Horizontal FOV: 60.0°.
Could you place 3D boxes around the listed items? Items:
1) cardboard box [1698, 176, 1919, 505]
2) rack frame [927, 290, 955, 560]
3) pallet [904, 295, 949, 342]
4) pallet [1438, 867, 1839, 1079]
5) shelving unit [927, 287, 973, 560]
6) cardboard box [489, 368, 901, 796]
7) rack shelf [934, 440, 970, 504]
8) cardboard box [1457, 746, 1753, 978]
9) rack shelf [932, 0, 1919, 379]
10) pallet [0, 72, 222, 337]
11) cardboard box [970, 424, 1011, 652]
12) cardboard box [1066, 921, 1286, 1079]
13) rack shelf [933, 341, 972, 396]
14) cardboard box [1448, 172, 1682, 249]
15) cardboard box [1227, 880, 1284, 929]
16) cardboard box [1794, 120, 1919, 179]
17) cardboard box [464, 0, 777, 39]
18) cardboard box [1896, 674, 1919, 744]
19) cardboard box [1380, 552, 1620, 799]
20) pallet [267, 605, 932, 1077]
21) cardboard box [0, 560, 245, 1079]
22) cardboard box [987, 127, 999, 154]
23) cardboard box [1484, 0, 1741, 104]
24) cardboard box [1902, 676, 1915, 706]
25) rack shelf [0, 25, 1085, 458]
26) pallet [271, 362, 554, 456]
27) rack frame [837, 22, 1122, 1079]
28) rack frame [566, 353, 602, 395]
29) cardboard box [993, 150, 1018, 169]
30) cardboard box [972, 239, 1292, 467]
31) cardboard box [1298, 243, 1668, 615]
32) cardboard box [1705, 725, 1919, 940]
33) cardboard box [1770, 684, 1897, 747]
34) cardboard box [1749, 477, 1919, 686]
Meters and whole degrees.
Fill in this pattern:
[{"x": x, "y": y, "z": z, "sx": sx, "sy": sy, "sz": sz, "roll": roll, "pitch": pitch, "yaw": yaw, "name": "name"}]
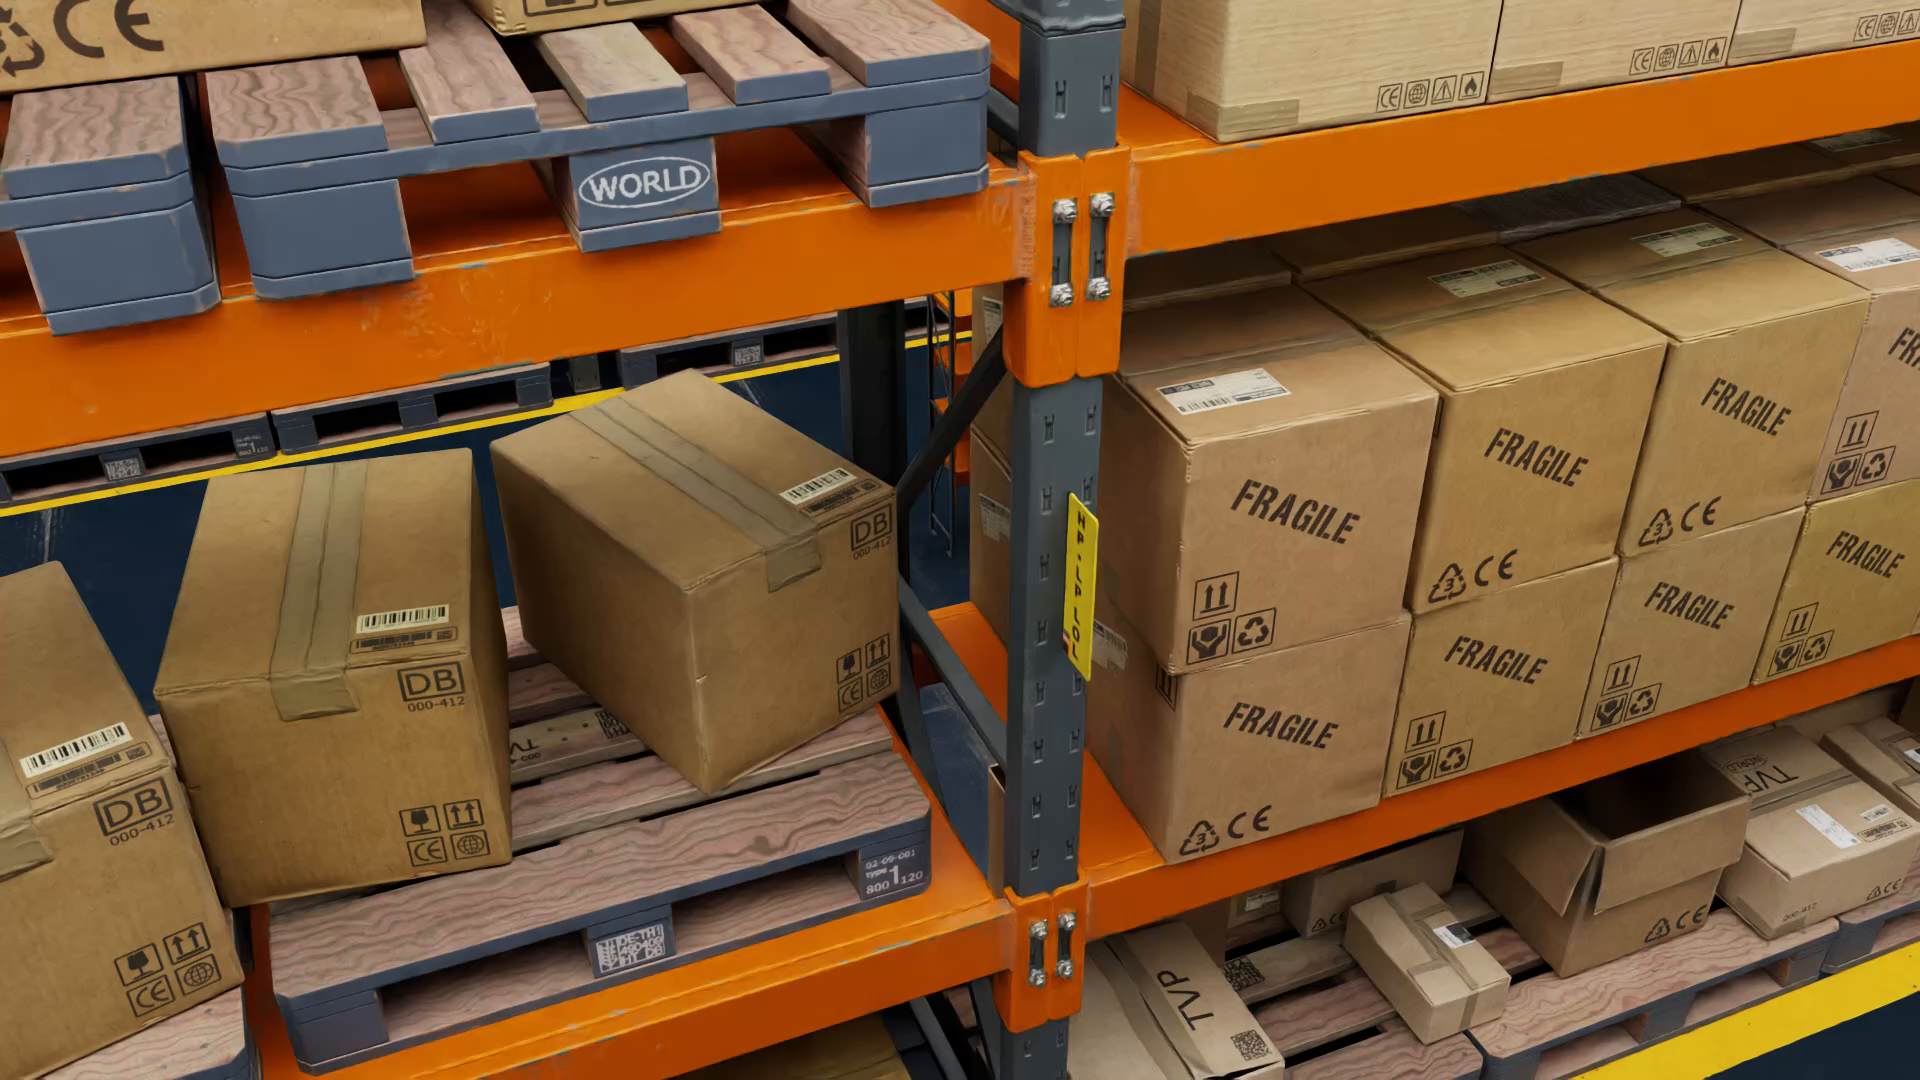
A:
[{"x": 1.953, "y": -0.457, "z": 3.693, "sx": 0.500, "sy": 0.500, "sz": 0.500, "roll": -12, "pitch": 35, "yaw": -17, "name": "cardboard box"}, {"x": -0.072, "y": -0.486, "z": 6.397, "sx": 0.015, "sy": 1.200, "sz": 0.240, "roll": -13, "pitch": 35, "yaw": -19, "name": "rack frame"}, {"x": -0.079, "y": -1.413, "z": 8.728, "sx": 1.213, "sy": 0.211, "sz": 1.003, "roll": -13, "pitch": 35, "yaw": -19, "name": "pallet"}, {"x": 1.745, "y": 1.054, "z": 4.937, "sx": 1.213, "sy": 0.211, "sz": 1.003, "roll": -13, "pitch": 35, "yaw": -19, "name": "pallet"}, {"x": 0.153, "y": -0.538, "z": 6.476, "sx": 0.503, "sy": 1.200, "sz": 0.258, "roll": -13, "pitch": 35, "yaw": -19, "name": "shelving unit"}, {"x": -0.539, "y": 0.059, "z": 3.433, "sx": 0.500, "sy": 0.500, "sz": 0.700, "roll": -26, "pitch": 41, "yaw": -34, "name": "cardboard box"}, {"x": 0.153, "y": -0.315, "z": 6.621, "sx": 0.480, "sy": 0.148, "sz": 0.258, "roll": -13, "pitch": 35, "yaw": -19, "name": "rack shelf"}, {"x": 1.715, "y": 0.752, "z": 4.730, "sx": 0.637, "sy": 0.503, "sz": 0.797, "roll": -13, "pitch": 35, "yaw": -19, "name": "cardboard box"}, {"x": 1.829, "y": -1.089, "z": 3.582, "sx": 4.000, "sy": 0.370, "sz": 1.077, "roll": -13, "pitch": 35, "yaw": -19, "name": "rack shelf"}, {"x": -1.599, "y": -0.566, "z": 2.292, "sx": 1.003, "sy": 0.211, "sz": 1.213, "roll": -13, "pitch": 35, "yaw": -19, "name": "pallet"}, {"x": 0.346, "y": 0.013, "z": 3.888, "sx": 0.500, "sy": 0.500, "sz": 0.500, "roll": -12, "pitch": 35, "yaw": -18, "name": "cardboard box"}, {"x": 0.455, "y": 1.252, "z": 4.138, "sx": 0.500, "sy": 0.311, "sz": 0.500, "roll": -13, "pitch": 35, "yaw": -19, "name": "cardboard box"}, {"x": 0.153, "y": -0.669, "z": 6.391, "sx": 0.480, "sy": 0.148, "sz": 0.258, "roll": -13, "pitch": 35, "yaw": -19, "name": "rack shelf"}, {"x": 1.287, "y": -0.625, "z": 3.951, "sx": 0.500, "sy": 0.500, "sz": 0.500, "roll": -13, "pitch": 35, "yaw": -19, "name": "cardboard box"}, {"x": 0.723, "y": 0.927, "z": 4.785, "sx": 0.250, "sy": 0.149, "sz": 0.380, "roll": -13, "pitch": 35, "yaw": -19, "name": "cardboard box"}, {"x": 2.219, "y": -0.838, "z": 4.279, "sx": 0.500, "sy": 0.500, "sz": 0.500, "roll": -12, "pitch": 35, "yaw": -18, "name": "cardboard box"}, {"x": -0.508, "y": -1.159, "z": 2.462, "sx": 0.600, "sy": 0.600, "sz": 0.600, "roll": -16, "pitch": 36, "yaw": -23, "name": "cardboard box"}, {"x": 3.267, "y": 0.547, "z": 5.048, "sx": 0.500, "sy": 0.500, "sz": 0.500, "roll": -13, "pitch": 35, "yaw": -19, "name": "cardboard box"}, {"x": 1.031, "y": 0.167, "z": 3.651, "sx": 0.500, "sy": 0.500, "sz": 0.500, "roll": -12, "pitch": 35, "yaw": -18, "name": "cardboard box"}, {"x": -0.795, "y": 0.483, "z": 3.433, "sx": 1.213, "sy": 0.211, "sz": 1.003, "roll": -13, "pitch": 35, "yaw": -19, "name": "pallet"}, {"x": -1.621, "y": 0.475, "z": 2.792, "sx": 0.500, "sy": 0.500, "sz": 0.700, "roll": -23, "pitch": 39, "yaw": -31, "name": "cardboard box"}, {"x": 0.014, "y": -2.106, "z": 8.549, "sx": 0.250, "sy": 0.149, "sz": 0.380, "roll": -13, "pitch": 35, "yaw": -18, "name": "cardboard box"}, {"x": 0.991, "y": -0.987, "z": 2.904, "sx": 0.500, "sy": 0.250, "sz": 0.500, "roll": -13, "pitch": 35, "yaw": -19, "name": "cardboard box"}, {"x": 3.153, "y": 0.371, "z": 5.640, "sx": 0.250, "sy": 0.149, "sz": 0.380, "roll": -13, "pitch": 35, "yaw": -19, "name": "cardboard box"}, {"x": -1.860, "y": -0.244, "z": 2.284, "sx": 4.000, "sy": 0.370, "sz": 1.077, "roll": -13, "pitch": 35, "yaw": -19, "name": "rack shelf"}, {"x": -2.619, "y": -0.831, "z": 7.834, "sx": 1.213, "sy": 0.211, "sz": 1.003, "roll": -13, "pitch": 35, "yaw": -19, "name": "pallet"}, {"x": -0.015, "y": 0.289, "z": 3.555, "sx": 0.127, "sy": 3.000, "sz": 1.000, "roll": -13, "pitch": 35, "yaw": -19, "name": "rack frame"}, {"x": -1.937, "y": -2.201, "z": 7.382, "sx": 0.127, "sy": 3.000, "sz": 1.000, "roll": -13, "pitch": 35, "yaw": -19, "name": "rack frame"}, {"x": 0.220, "y": -1.764, "z": 8.617, "sx": 0.500, "sy": 0.500, "sz": 0.700, "roll": -14, "pitch": 36, "yaw": -20, "name": "cardboard box"}, {"x": 0.351, "y": -0.409, "z": 3.619, "sx": 0.500, "sy": 0.500, "sz": 0.500, "roll": -13, "pitch": 35, "yaw": -19, "name": "cardboard box"}, {"x": 1.003, "y": -0.239, "z": 3.359, "sx": 0.500, "sy": 0.500, "sz": 0.500, "roll": -14, "pitch": 36, "yaw": -20, "name": "cardboard box"}, {"x": 2.379, "y": 0.837, "z": 4.831, "sx": 0.500, "sy": 0.250, "sz": 0.500, "roll": -13, "pitch": 35, "yaw": -19, "name": "cardboard box"}, {"x": 2.600, "y": 0.490, "z": 5.364, "sx": 0.500, "sy": 0.250, "sz": 0.500, "roll": -13, "pitch": 35, "yaw": -19, "name": "cardboard box"}, {"x": 1.961, "y": -0.046, "z": 3.978, "sx": 0.500, "sy": 0.500, "sz": 0.500, "roll": -13, "pitch": 35, "yaw": -20, "name": "cardboard box"}]
